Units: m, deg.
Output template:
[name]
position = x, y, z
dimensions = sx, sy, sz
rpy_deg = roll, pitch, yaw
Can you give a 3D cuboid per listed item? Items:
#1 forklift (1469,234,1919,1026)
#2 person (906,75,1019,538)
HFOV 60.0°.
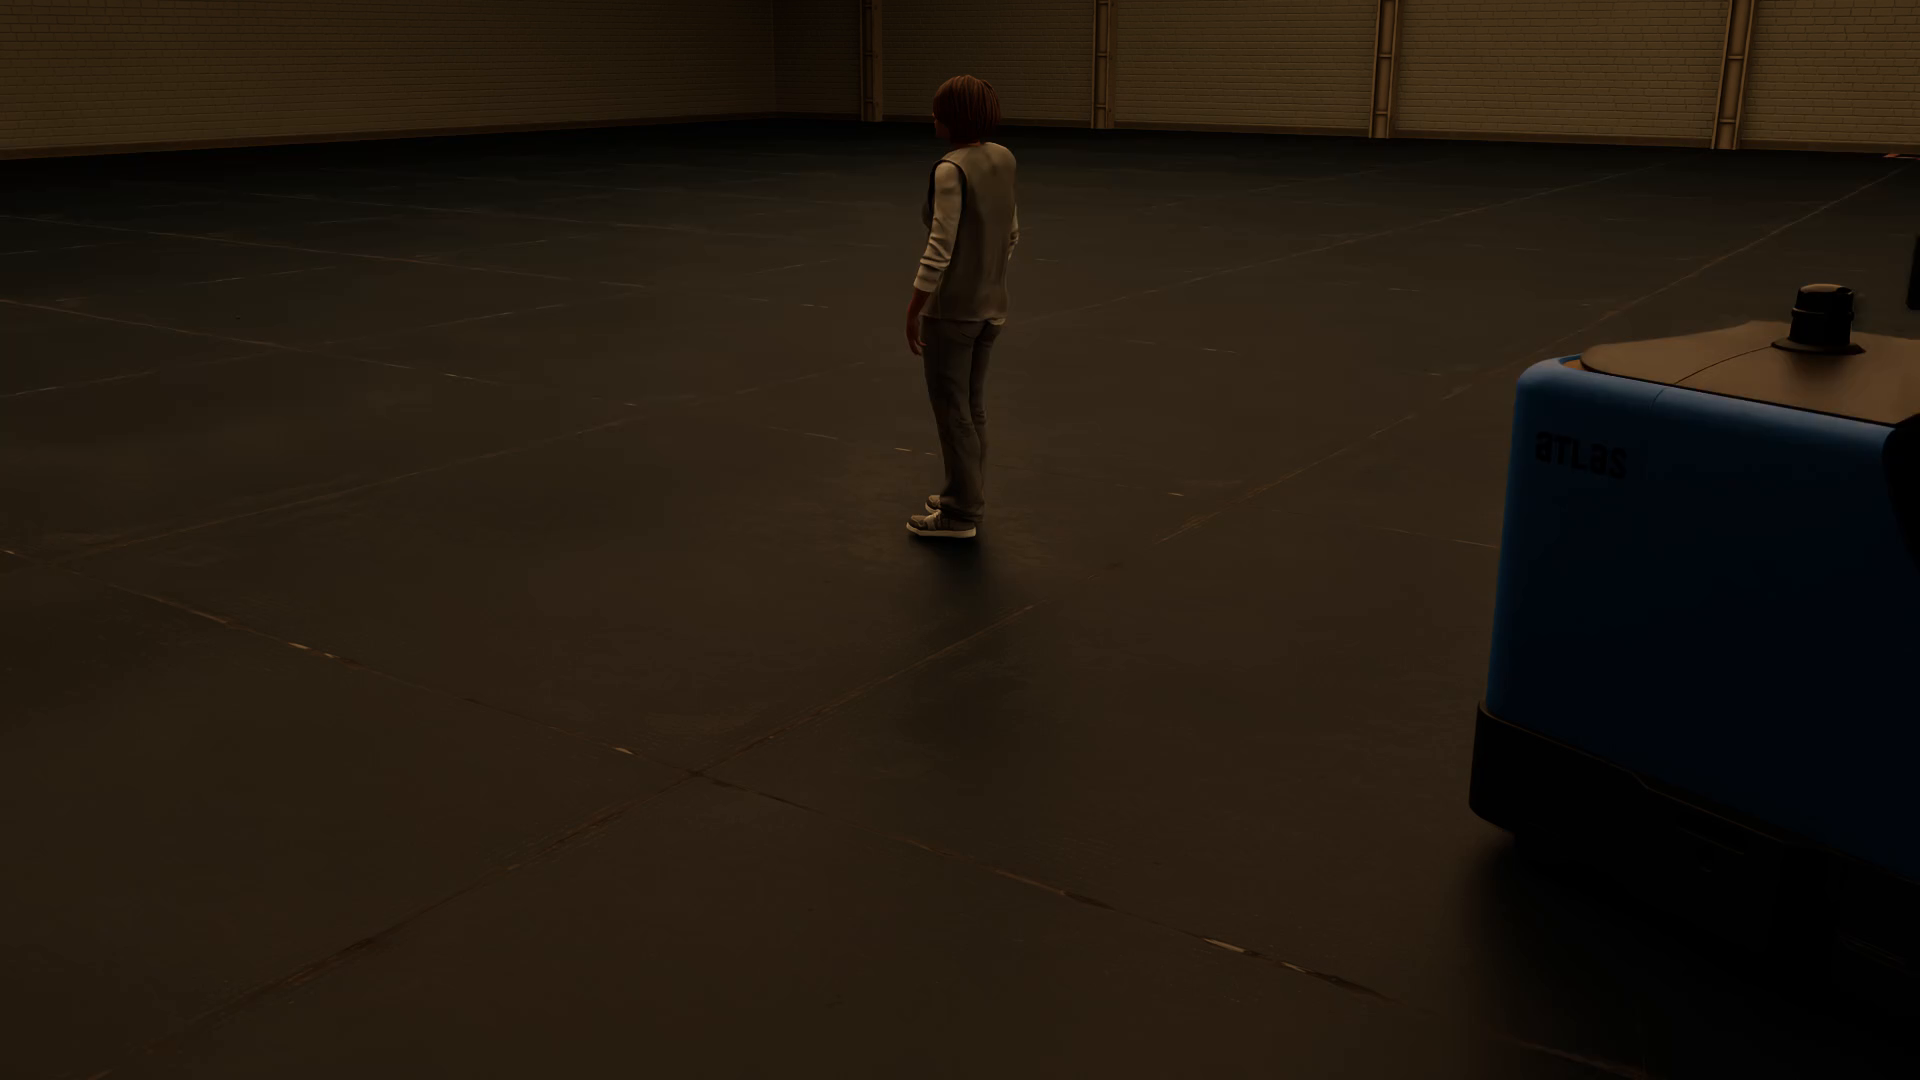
[forklift]
position = 2.381, -0.472, 2.410
dimensions = 1.130, 2.935, 3.031
rpy_deg = -11, 20, -33
[person]
position = -0.054, -0.787, 5.769
dimensions = 0.473, 1.599, 0.521
rpy_deg = 11, 20, 33
